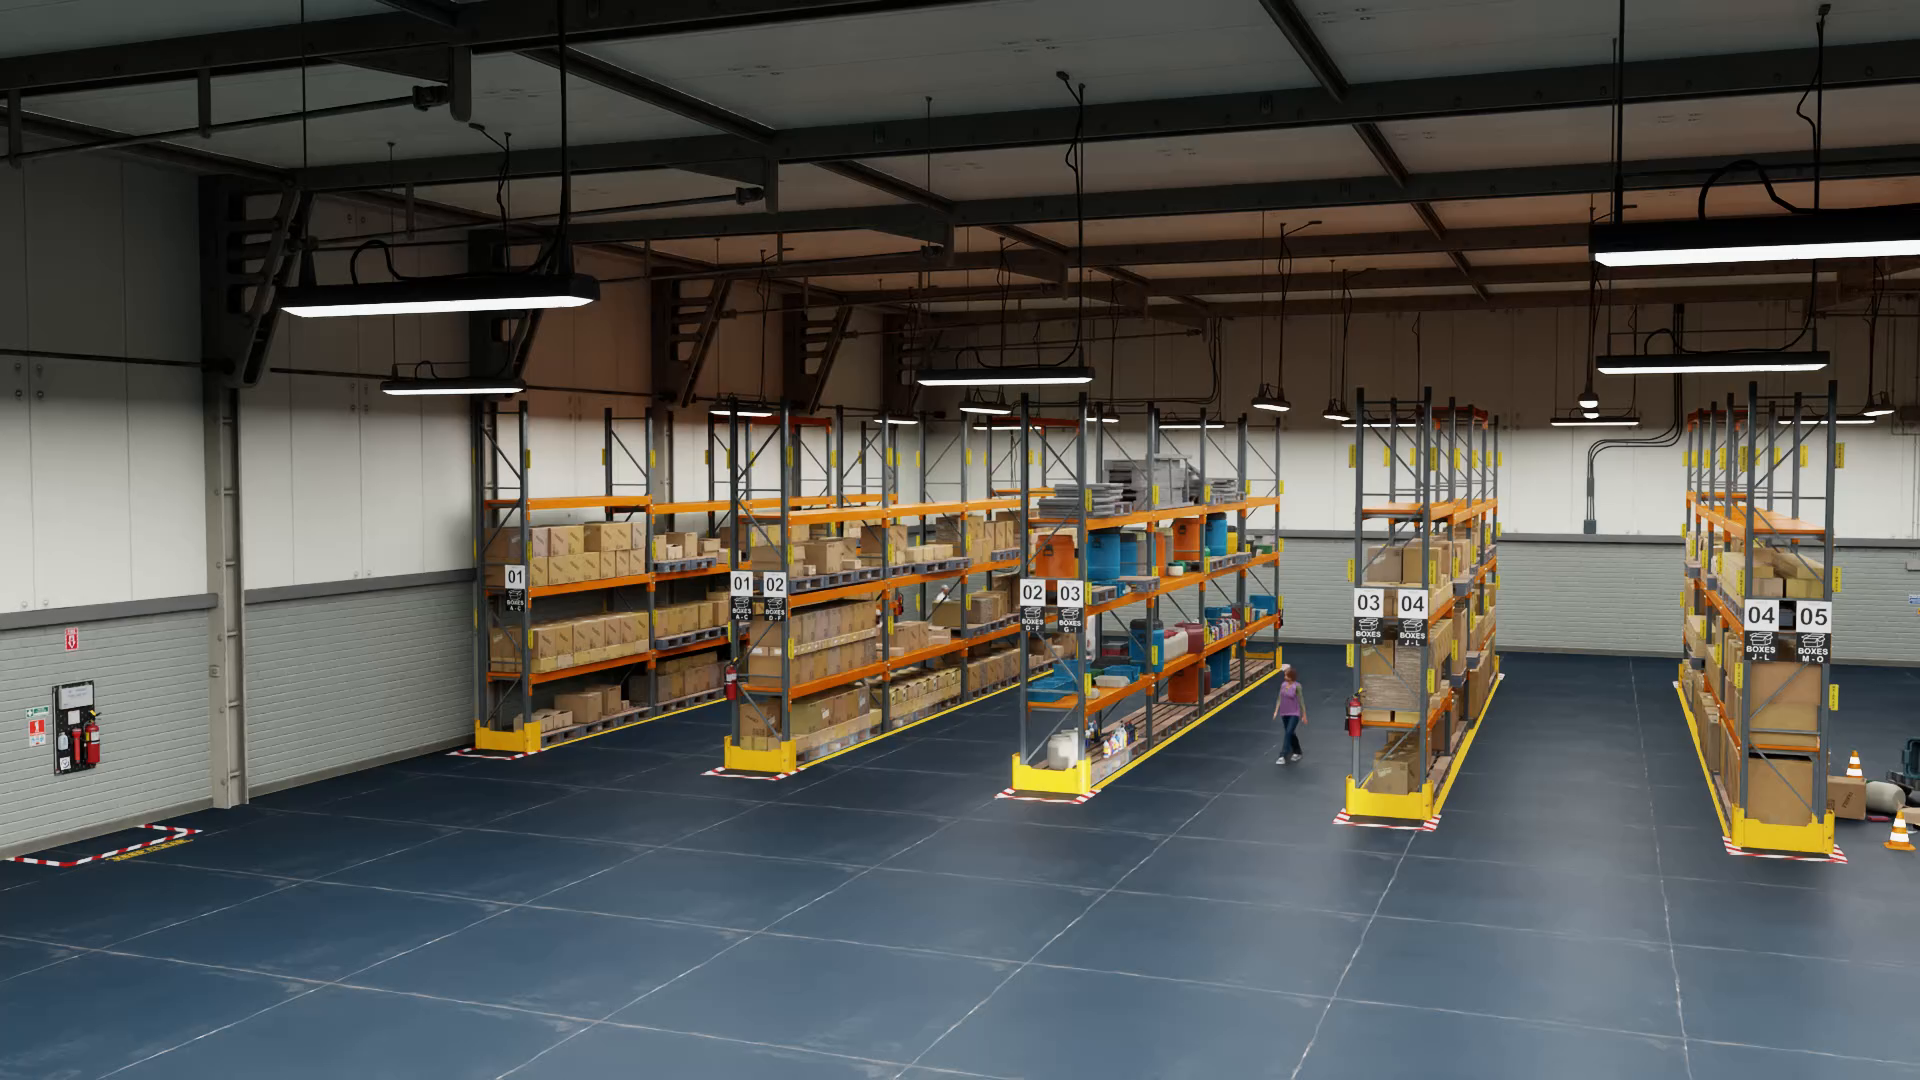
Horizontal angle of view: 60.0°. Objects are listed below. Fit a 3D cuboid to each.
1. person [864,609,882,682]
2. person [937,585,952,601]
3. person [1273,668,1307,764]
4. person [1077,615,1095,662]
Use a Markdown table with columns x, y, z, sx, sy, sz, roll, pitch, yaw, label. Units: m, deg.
| x | y | z | sx | sy | sz | roll | pitch | yaw | label |
| --- | --- | --- | --- | --- | --- | --- | --- | --- | --- |
| -1.847 | 2.388 | 35.657 | 0.576 | 1.801 | 0.684 | 0 | 3 | 6 | person |
| -0.401 | 2.025 | 44.128 | 0.439 | 1.684 | 0.508 | 1 | 3 | 20 | person |
| 5.371 | 2.879 | 27.310 | 0.891 | 1.556 | 0.454 | -2 | 4 | -38 | person |
| 2.956 | 2.326 | 37.905 | 0.809 | 1.684 | 0.581 | -1 | 3 | -26 | person |
